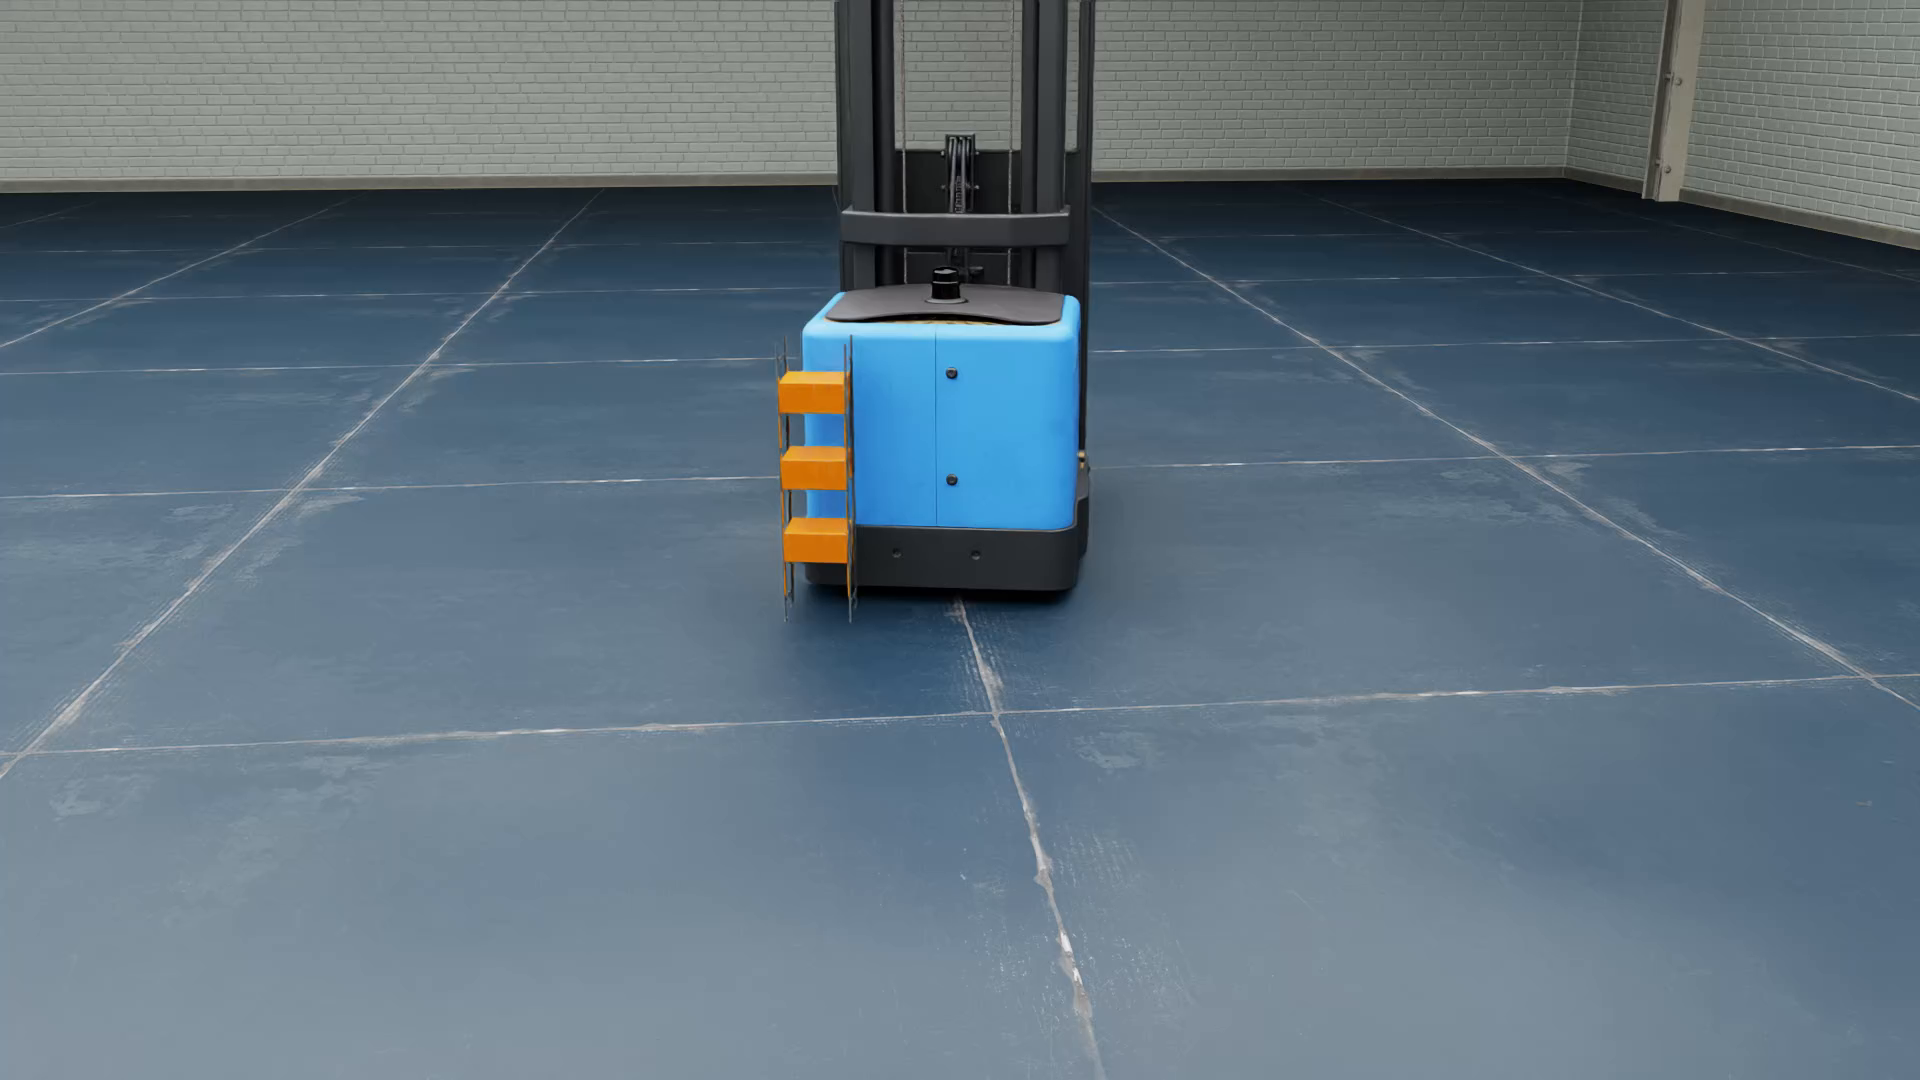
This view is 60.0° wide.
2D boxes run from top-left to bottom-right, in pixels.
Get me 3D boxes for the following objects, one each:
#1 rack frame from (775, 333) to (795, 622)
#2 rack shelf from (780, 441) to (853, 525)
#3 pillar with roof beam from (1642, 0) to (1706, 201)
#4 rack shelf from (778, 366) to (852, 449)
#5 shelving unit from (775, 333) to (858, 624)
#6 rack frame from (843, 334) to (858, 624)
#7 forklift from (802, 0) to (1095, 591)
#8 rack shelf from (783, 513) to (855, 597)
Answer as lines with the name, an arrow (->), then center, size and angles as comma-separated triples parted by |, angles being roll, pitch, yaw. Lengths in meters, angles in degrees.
rack frame -> -0.646, -0.224, 6.138 | 0.008, 1.050, 0.200 | 1, 18, 3
rack shelf -> -0.524, -0.212, 6.134 | 0.240, 0.259, 0.215 | 1, 18, 3
pillar with roof beam -> 4.415, -8.383, 18.857 | 9.100, 9.000, 0.400 | -2, 18, -6
rack shelf -> -0.524, -0.482, 6.048 | 0.240, 0.259, 0.215 | 1, 18, 3
shelving unit -> -0.524, -0.222, 6.130 | 0.252, 1.050, 0.215 | 1, 18, 3
rack frame -> -0.402, -0.220, 6.123 | 0.008, 1.050, 0.200 | 1, 18, 3
forklift -> 0.041, -1.598, 7.374 | 1.130, 2.935, 3.031 | 1, 17, 5
rack shelf -> -0.524, 0.053, 6.217 | 0.240, 0.259, 0.215 | 1, 18, 3
